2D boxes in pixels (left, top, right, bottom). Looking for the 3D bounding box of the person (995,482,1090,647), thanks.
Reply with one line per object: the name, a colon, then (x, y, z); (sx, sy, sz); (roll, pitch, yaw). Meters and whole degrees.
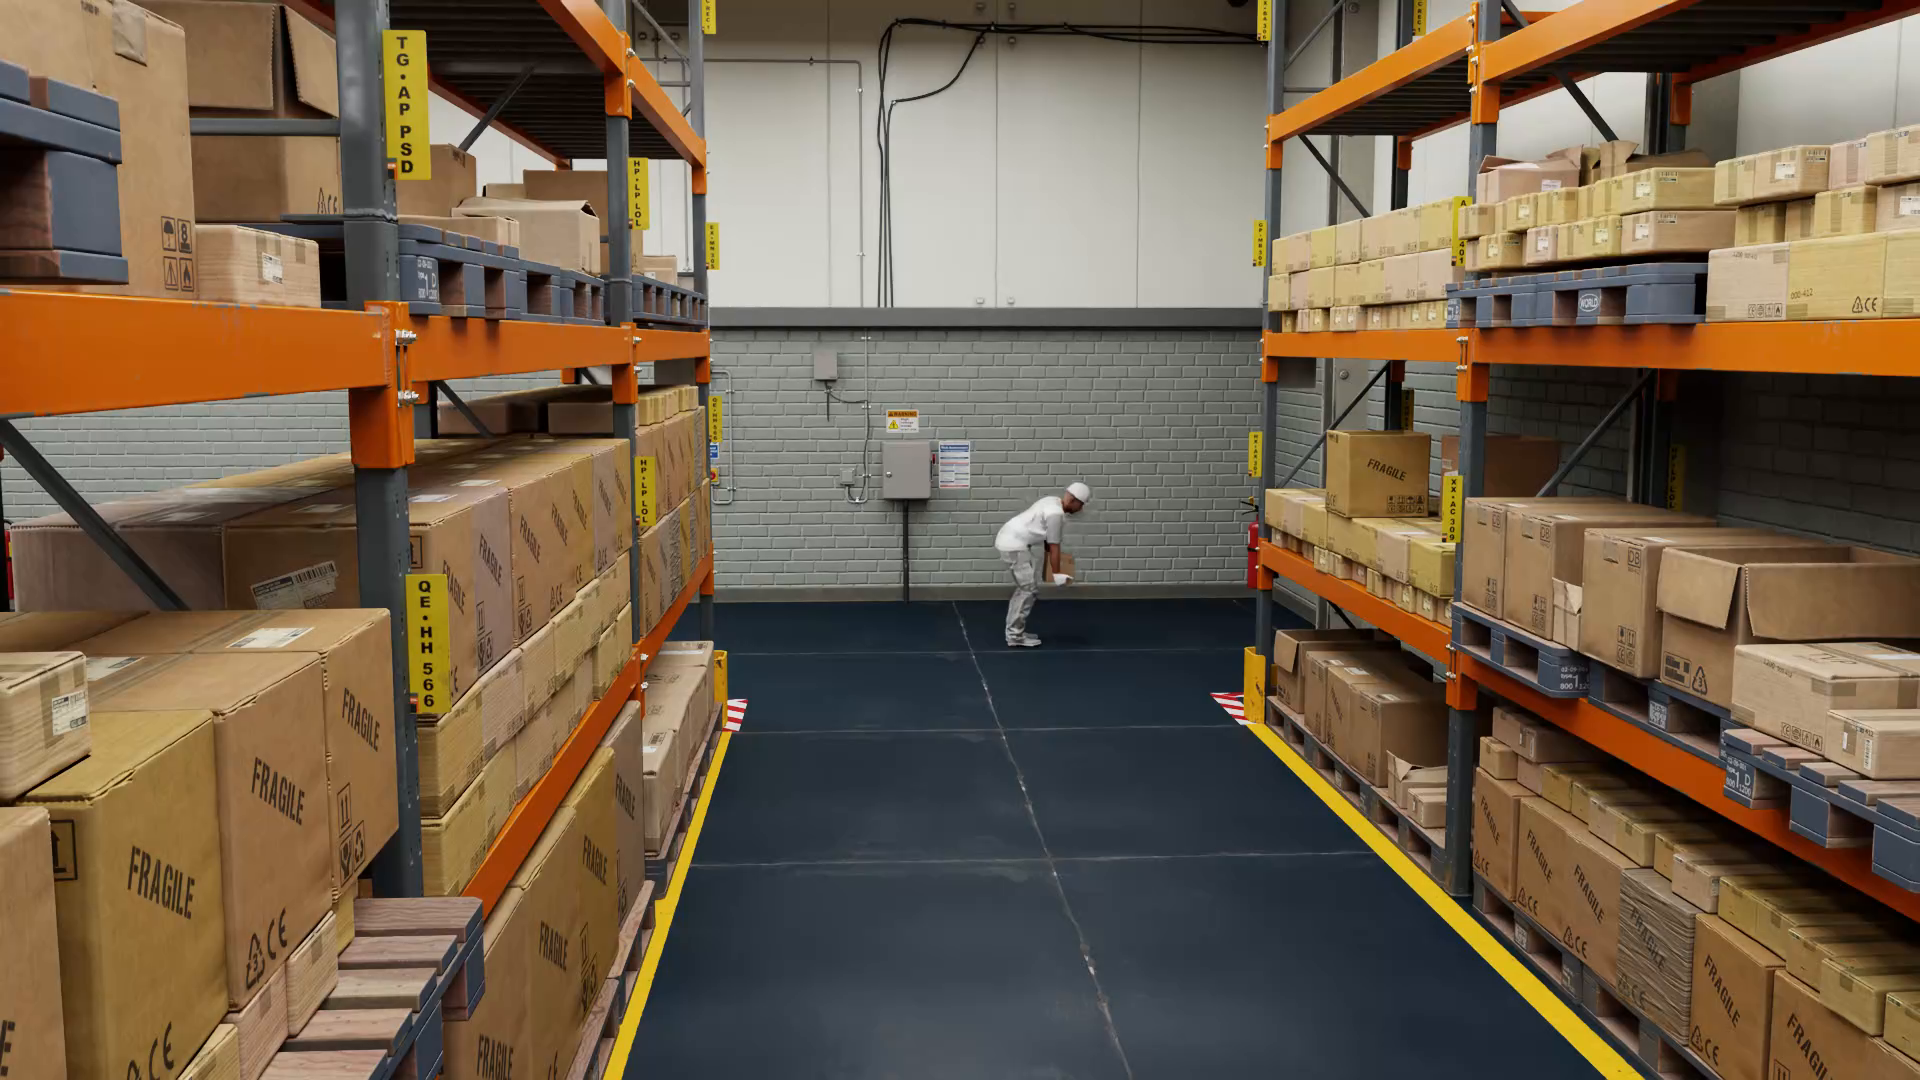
person: (0.756, 0.213, 15.155); (0.862, 1.474, 0.480); (-1, 7, -5)
